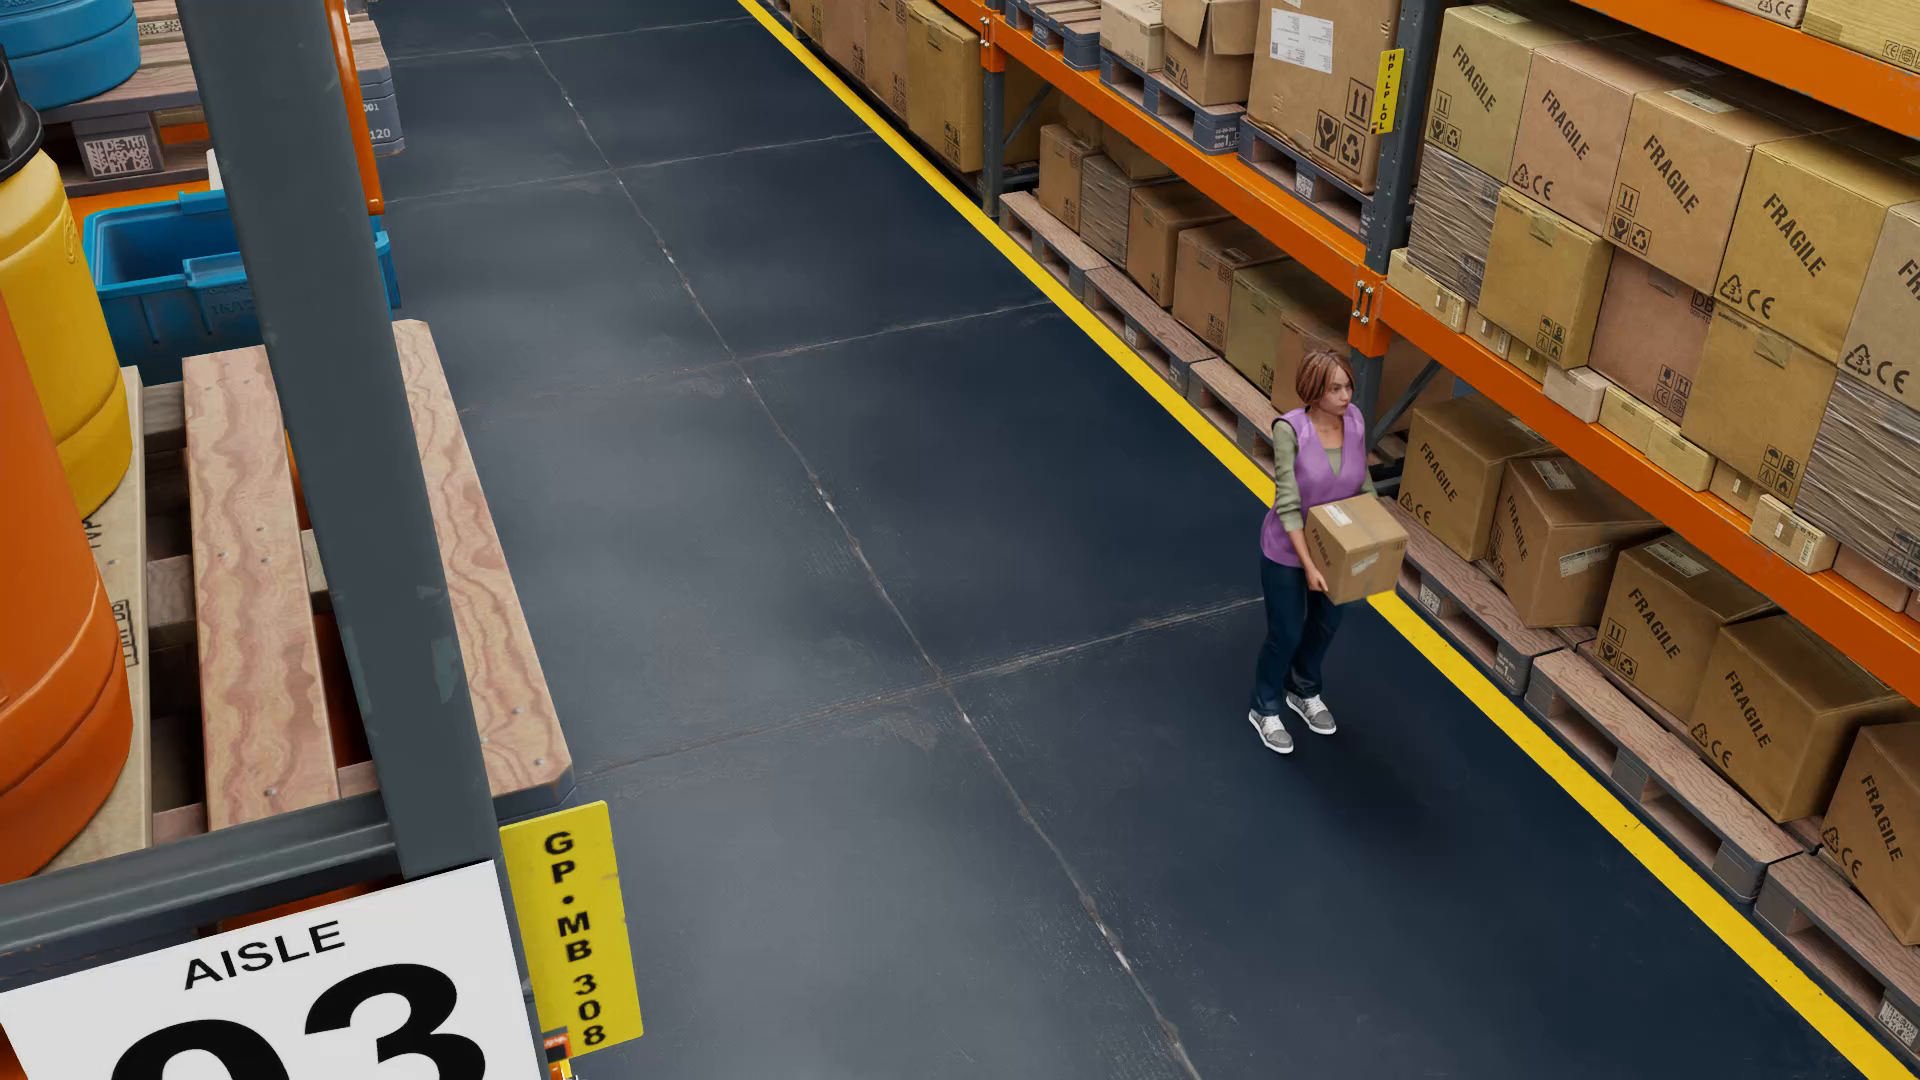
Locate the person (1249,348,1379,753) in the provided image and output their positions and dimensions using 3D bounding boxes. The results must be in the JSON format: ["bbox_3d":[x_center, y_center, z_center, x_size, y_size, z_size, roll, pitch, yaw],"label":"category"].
[{"bbox_3d":[1.307,0.083,6.031,0.408,1.589,0.498,-13,36,-18],"label":"person"}]
